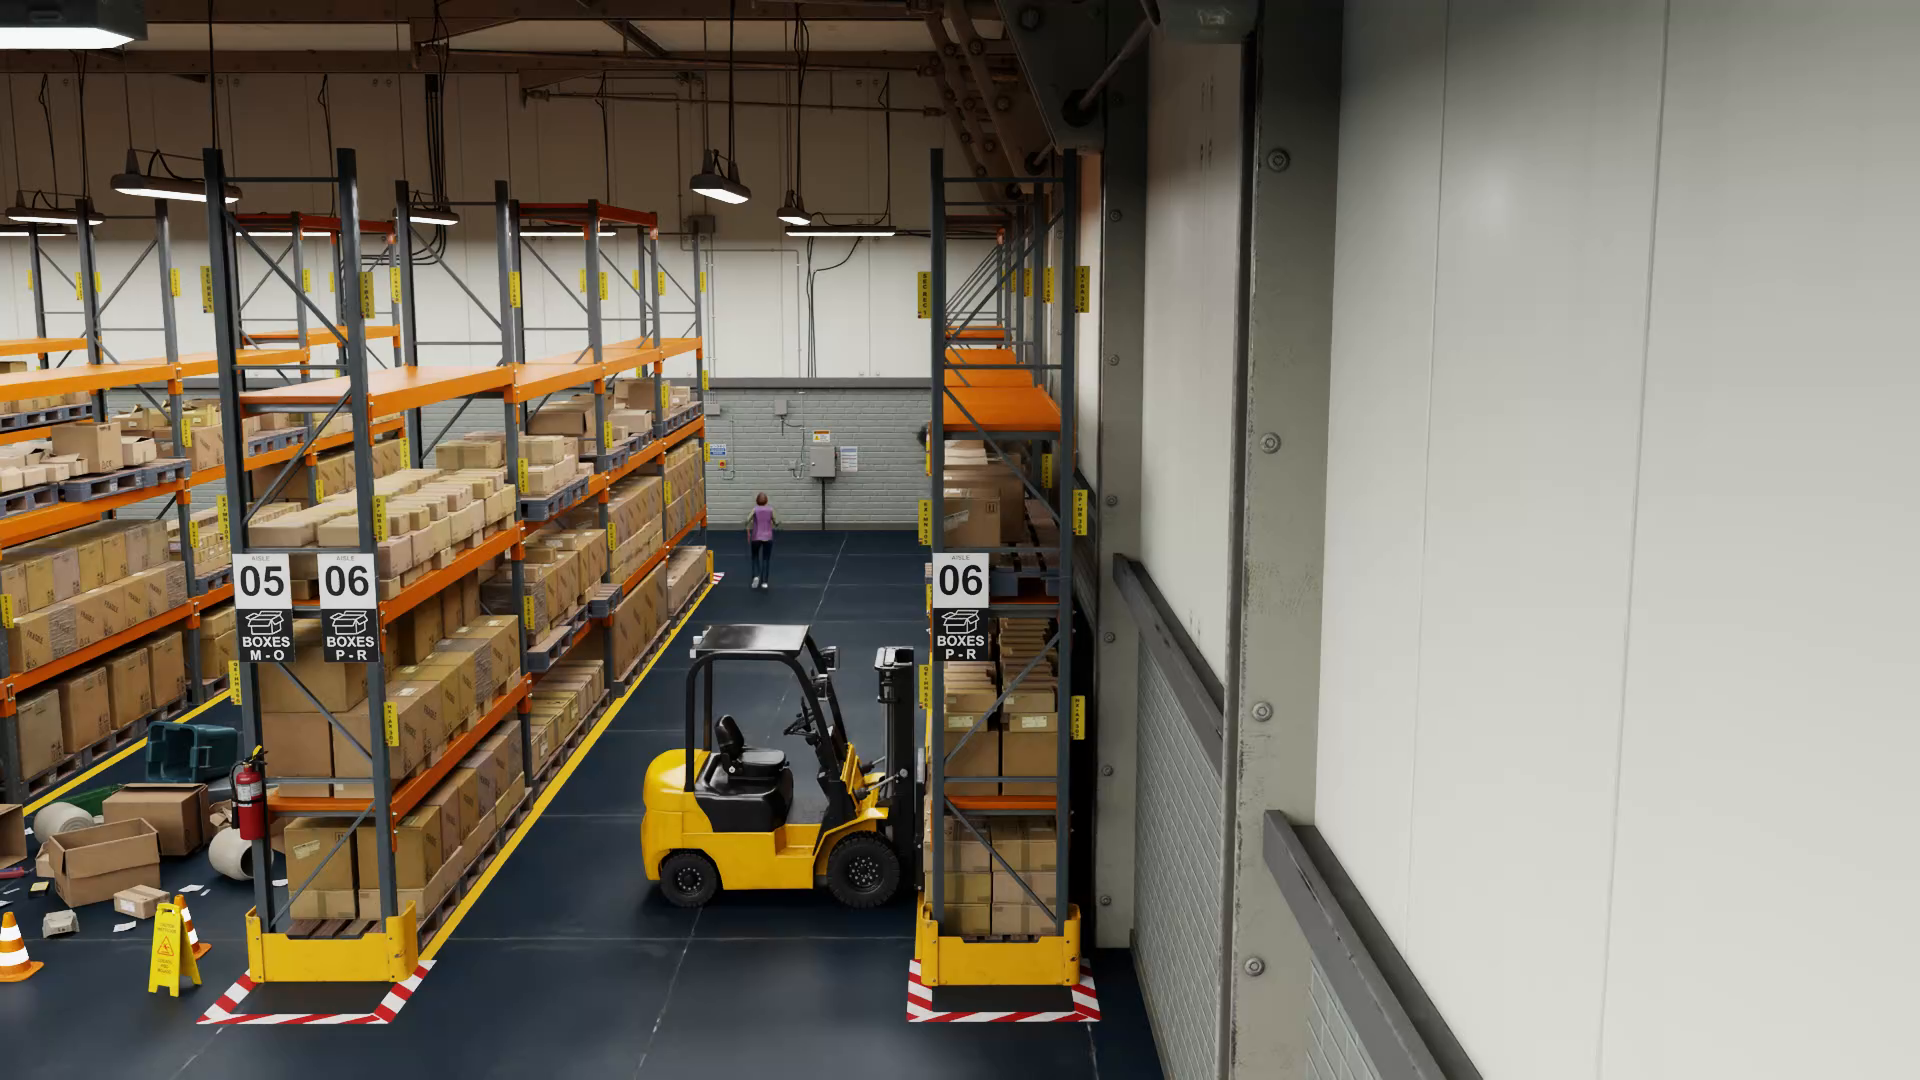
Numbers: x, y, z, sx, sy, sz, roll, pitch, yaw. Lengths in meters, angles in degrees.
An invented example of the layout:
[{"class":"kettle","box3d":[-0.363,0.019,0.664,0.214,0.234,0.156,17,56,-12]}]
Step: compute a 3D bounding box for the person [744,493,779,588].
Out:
[{"class":"person","box3d":[-3.249,0.029,27.287,0.565,1.611,0.736,-1,9,-8]}]
